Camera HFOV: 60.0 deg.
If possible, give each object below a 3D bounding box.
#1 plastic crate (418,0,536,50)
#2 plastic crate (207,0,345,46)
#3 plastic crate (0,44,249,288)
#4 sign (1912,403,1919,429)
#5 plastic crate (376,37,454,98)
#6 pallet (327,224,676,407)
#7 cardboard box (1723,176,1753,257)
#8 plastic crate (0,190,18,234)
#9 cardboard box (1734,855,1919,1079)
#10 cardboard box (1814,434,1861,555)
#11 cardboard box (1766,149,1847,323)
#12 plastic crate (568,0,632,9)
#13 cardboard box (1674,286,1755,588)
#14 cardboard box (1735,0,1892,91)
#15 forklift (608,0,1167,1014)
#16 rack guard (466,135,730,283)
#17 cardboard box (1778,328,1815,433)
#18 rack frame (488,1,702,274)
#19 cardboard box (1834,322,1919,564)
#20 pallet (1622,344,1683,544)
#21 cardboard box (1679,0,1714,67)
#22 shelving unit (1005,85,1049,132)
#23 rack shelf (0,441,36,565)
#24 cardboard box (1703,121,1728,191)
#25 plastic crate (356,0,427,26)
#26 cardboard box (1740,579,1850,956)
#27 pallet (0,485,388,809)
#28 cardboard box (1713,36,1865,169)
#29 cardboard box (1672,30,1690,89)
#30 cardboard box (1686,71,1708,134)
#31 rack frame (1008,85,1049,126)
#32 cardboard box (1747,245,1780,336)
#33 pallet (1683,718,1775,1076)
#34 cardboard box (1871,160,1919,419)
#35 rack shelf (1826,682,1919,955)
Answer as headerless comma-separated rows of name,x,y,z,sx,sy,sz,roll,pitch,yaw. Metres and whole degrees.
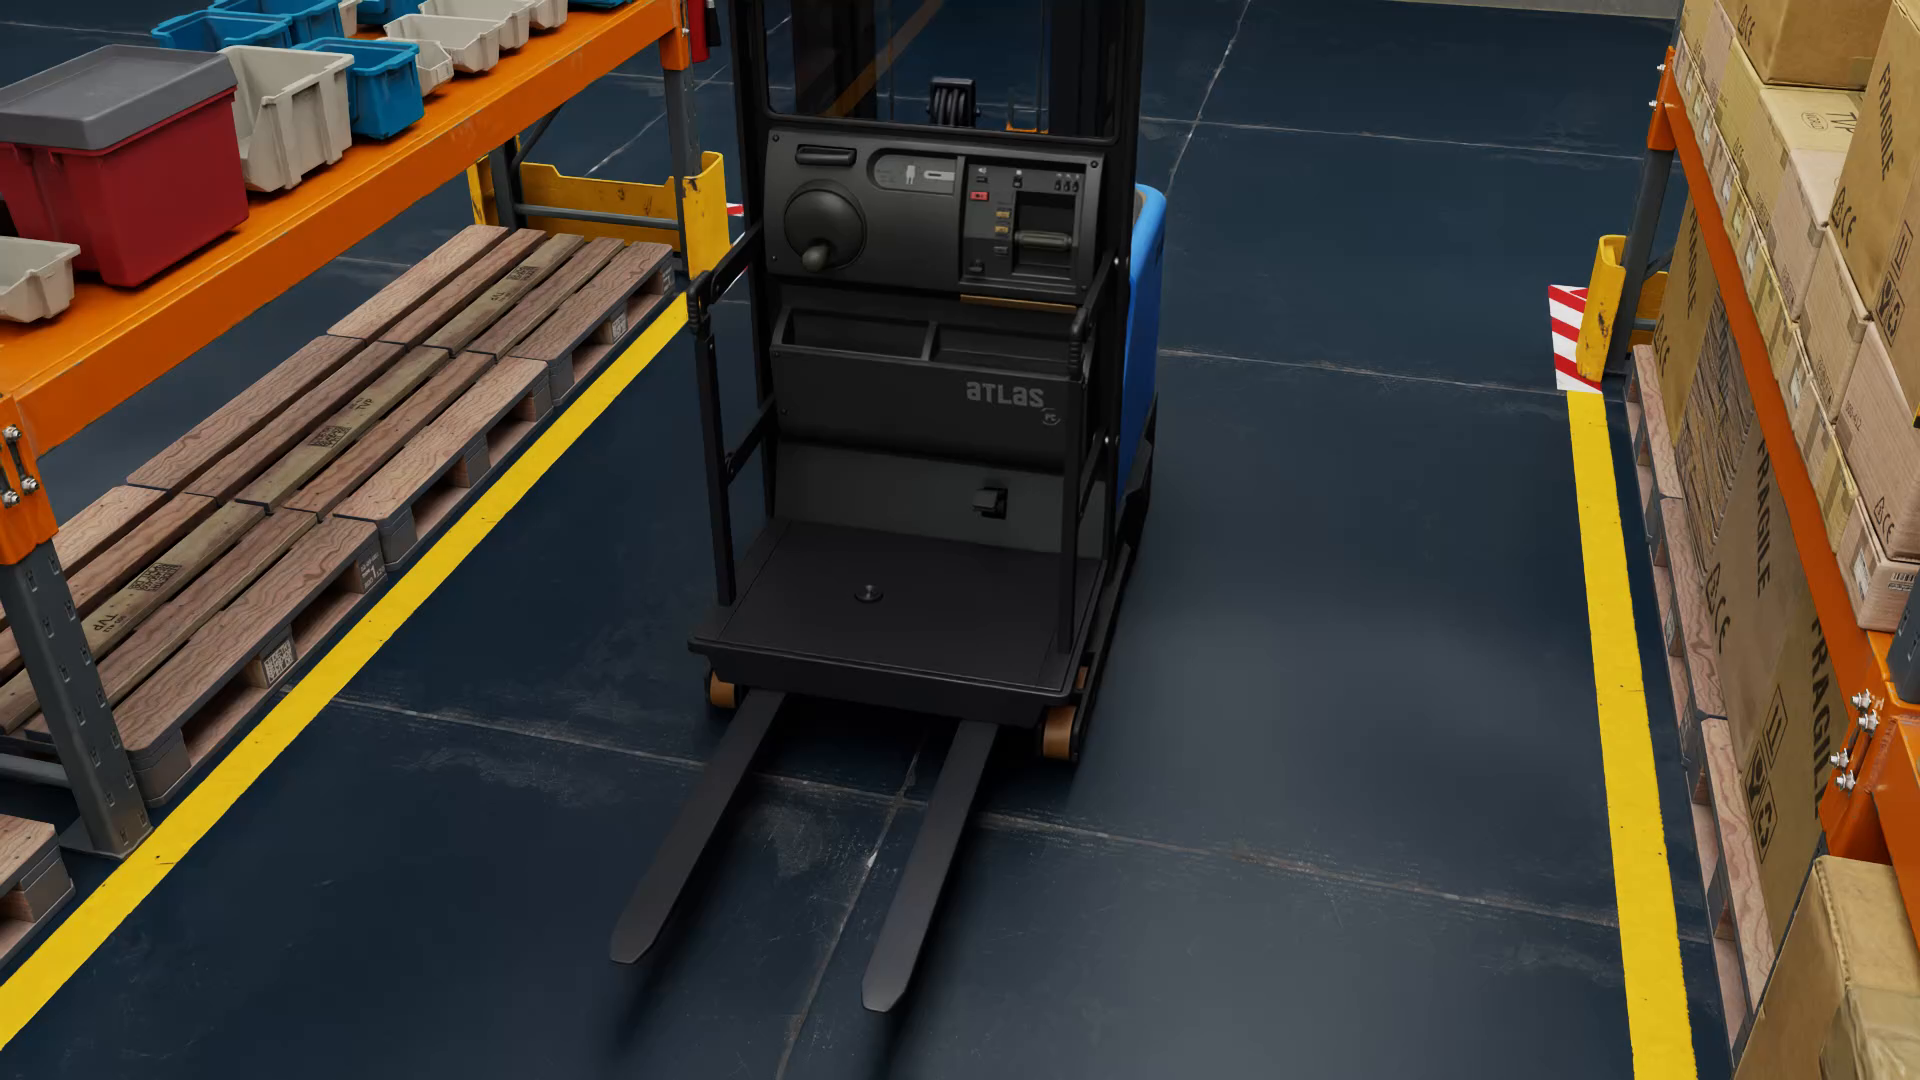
plastic crate,-1.786,-1.906,6.142,0.396,0.136,0.243,8,33,12
plastic crate,-2.382,-1.776,5.848,0.416,0.233,0.300,8,33,12
plastic crate,-2.213,-0.994,4.402,0.402,0.464,0.583,8,33,12
sign,1.571,-0.311,2.563,0.100,0.325,0.005,8,33,12
plastic crate,-1.891,-1.602,5.663,0.298,0.136,0.250,8,33,12
pallet,-1.914,-0.988,7.108,1.003,0.211,1.213,8,33,12
cardboard box,2.325,-0.870,4.557,0.380,0.149,0.250,7,33,11
plastic crate,-2.658,-1.039,4.789,0.437,0.125,0.590,8,33,12
cardboard box,1.966,1.216,2.630,1.225,0.875,0.875,8,33,13
cardboard box,1.934,-0.069,3.296,0.380,0.149,0.250,9,33,13
cardboard box,2.225,-0.699,3.916,0.500,0.250,0.500,9,33,13
plastic crate,-1.571,-2.429,6.686,0.616,0.435,0.499,8,33,12
cardboard box,2.808,-0.379,5.139,0.875,0.875,0.875,8,33,12
cardboard box,2.488,-1.551,4.557,0.500,0.500,0.500,7,33,11
forklift,-0.129,-0.832,4.327,1.130,2.935,3.031,7,33,11
rack guard,-1.674,-1.547,7.718,1.175,0.500,0.348,8,33,12
cardboard box,2.065,-0.335,3.715,0.380,0.149,0.250,9,33,13
rack frame,-1.667,-2.588,7.025,1.000,3.000,0.127,8,33,12
cardboard box,1.967,-0.165,3.076,0.500,0.250,0.500,7,33,11
pallet,2.997,-0.311,6.043,1.003,0.211,1.213,8,33,12
cardboard box,2.741,-1.763,5.591,0.500,0.250,0.500,7,33,11
shelving unit,0.241,-1.033,6.256,0.258,1.200,0.503,7,33,11
rack shelf,-3.190,0.829,2.320,1.077,0.370,4.000,8,33,12
cardboard box,2.456,-1.135,4.973,0.380,0.149,0.250,7,33,11
plastic crate,-2.215,-2.118,6.385,0.416,0.233,0.300,8,33,12
cardboard box,2.354,0.550,3.678,0.875,0.875,0.875,8,33,12
pallet,-2.533,0.278,5.116,1.003,0.211,1.213,8,33,12
cardboard box,2.484,-1.233,4.755,0.500,0.250,0.500,7,33,11
cardboard box,2.714,-1.668,5.812,0.380,0.149,0.250,8,33,13
cardboard box,2.586,-1.402,5.394,0.380,0.149,0.250,7,33,11
rack frame,0.298,-1.160,6.456,0.240,1.200,0.015,7,33,11
cardboard box,2.195,-0.602,4.135,0.380,0.149,0.250,7,33,12
pallet,2.377,0.955,4.051,1.003,0.211,1.213,8,33,12
cardboard box,1.967,-0.492,2.891,0.500,0.500,0.500,9,34,14
rack shelf,1.601,1.504,1.259,1.077,0.370,4.000,8,33,12
